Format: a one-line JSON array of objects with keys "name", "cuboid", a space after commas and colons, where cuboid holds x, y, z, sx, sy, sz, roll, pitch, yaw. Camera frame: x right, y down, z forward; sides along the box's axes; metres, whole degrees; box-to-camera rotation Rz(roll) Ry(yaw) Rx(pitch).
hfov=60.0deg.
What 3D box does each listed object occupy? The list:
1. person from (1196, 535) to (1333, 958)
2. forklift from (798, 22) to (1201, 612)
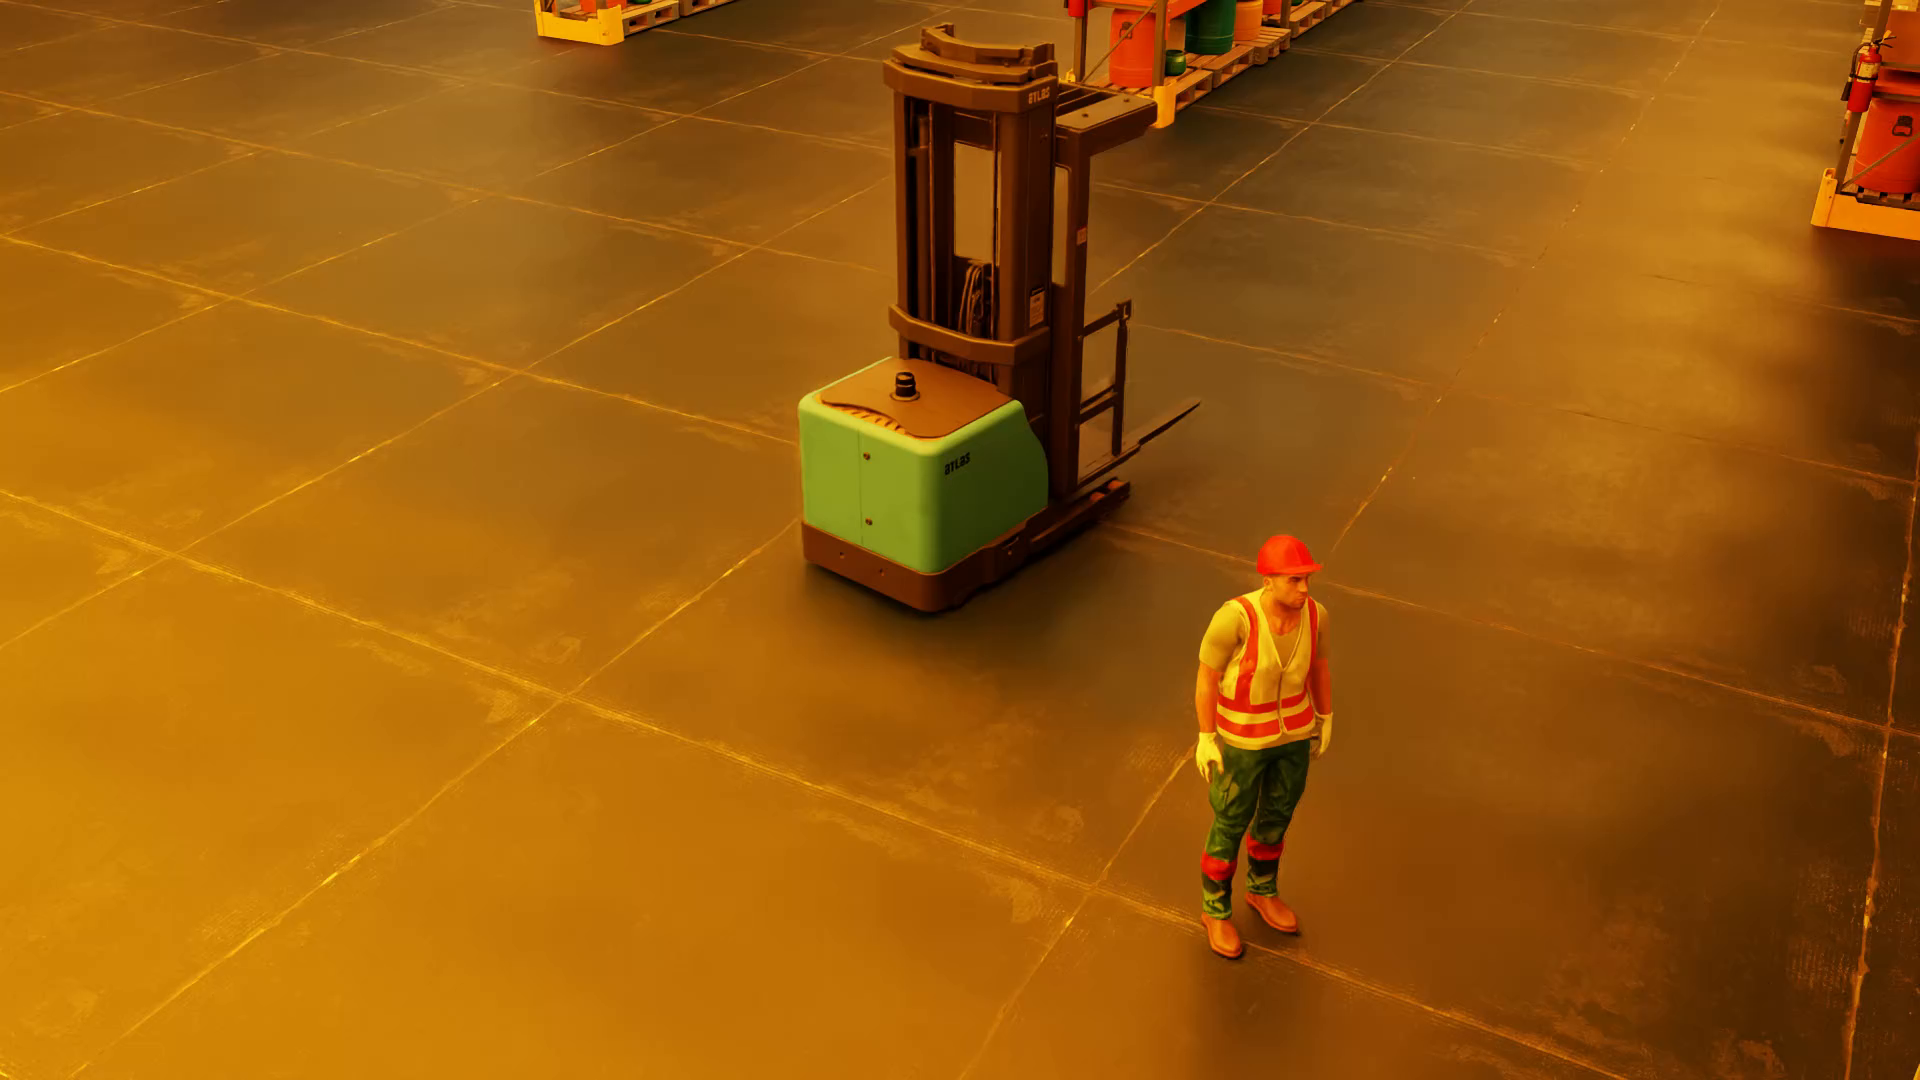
[{"name": "person", "cuboid": [1.265, 0.830, 6.774, 0.635, 1.795, 0.522, -10, 32, -17]}, {"name": "forklift", "cuboid": [0.406, -1.539, 9.738, 1.130, 2.935, 3.031, 22, 37, 33]}]
